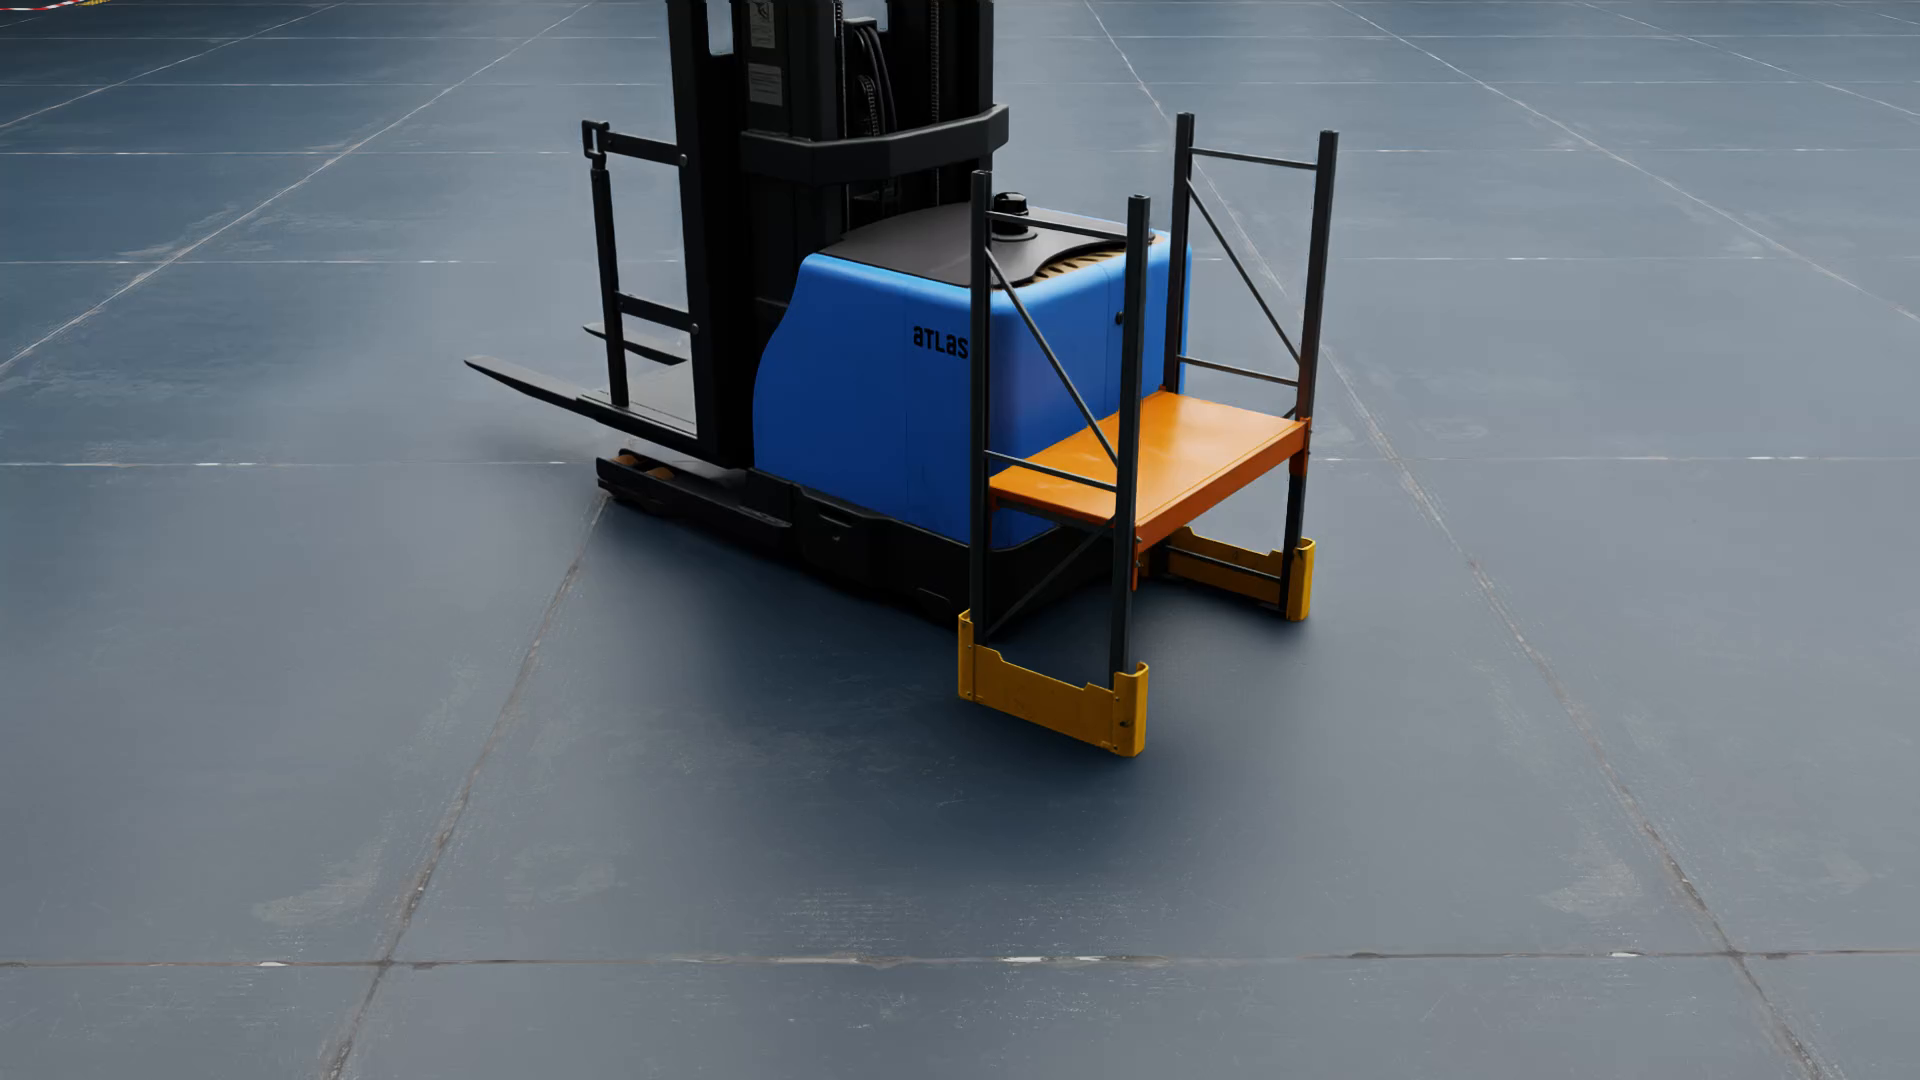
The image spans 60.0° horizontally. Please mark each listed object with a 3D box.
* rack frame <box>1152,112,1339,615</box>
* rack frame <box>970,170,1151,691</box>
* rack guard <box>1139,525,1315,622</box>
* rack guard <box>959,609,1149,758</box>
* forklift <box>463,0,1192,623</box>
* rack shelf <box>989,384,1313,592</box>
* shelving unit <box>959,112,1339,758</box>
[{"bbox_3d":[0.845,-0.510,5.058,0.500,1.500,0.032,17,29,33],"label":"rack frame"},{"bbox_3d":[0.236,-0.175,4.316,0.500,1.500,0.032,17,29,33],"label":"rack frame"},{"bbox_3d":[0.844,0.060,5.315,0.587,0.250,0.087,17,29,33],"label":"rack guard"},{"bbox_3d":[0.248,0.388,4.588,0.587,0.250,0.087,17,29,33],"label":"rack guard"},{"bbox_3d":[-0.689,-1.572,5.670,3.031,2.935,1.130,20,31,37],"label":"forklift"},{"bbox_3d":[0.541,-0.178,4.761,0.538,0.185,1.000,17,29,33],"label":"rack shelf"},{"bbox_3d":[0.546,-0.345,4.694,0.587,1.500,1.083,17,29,33],"label":"shelving unit"}]
